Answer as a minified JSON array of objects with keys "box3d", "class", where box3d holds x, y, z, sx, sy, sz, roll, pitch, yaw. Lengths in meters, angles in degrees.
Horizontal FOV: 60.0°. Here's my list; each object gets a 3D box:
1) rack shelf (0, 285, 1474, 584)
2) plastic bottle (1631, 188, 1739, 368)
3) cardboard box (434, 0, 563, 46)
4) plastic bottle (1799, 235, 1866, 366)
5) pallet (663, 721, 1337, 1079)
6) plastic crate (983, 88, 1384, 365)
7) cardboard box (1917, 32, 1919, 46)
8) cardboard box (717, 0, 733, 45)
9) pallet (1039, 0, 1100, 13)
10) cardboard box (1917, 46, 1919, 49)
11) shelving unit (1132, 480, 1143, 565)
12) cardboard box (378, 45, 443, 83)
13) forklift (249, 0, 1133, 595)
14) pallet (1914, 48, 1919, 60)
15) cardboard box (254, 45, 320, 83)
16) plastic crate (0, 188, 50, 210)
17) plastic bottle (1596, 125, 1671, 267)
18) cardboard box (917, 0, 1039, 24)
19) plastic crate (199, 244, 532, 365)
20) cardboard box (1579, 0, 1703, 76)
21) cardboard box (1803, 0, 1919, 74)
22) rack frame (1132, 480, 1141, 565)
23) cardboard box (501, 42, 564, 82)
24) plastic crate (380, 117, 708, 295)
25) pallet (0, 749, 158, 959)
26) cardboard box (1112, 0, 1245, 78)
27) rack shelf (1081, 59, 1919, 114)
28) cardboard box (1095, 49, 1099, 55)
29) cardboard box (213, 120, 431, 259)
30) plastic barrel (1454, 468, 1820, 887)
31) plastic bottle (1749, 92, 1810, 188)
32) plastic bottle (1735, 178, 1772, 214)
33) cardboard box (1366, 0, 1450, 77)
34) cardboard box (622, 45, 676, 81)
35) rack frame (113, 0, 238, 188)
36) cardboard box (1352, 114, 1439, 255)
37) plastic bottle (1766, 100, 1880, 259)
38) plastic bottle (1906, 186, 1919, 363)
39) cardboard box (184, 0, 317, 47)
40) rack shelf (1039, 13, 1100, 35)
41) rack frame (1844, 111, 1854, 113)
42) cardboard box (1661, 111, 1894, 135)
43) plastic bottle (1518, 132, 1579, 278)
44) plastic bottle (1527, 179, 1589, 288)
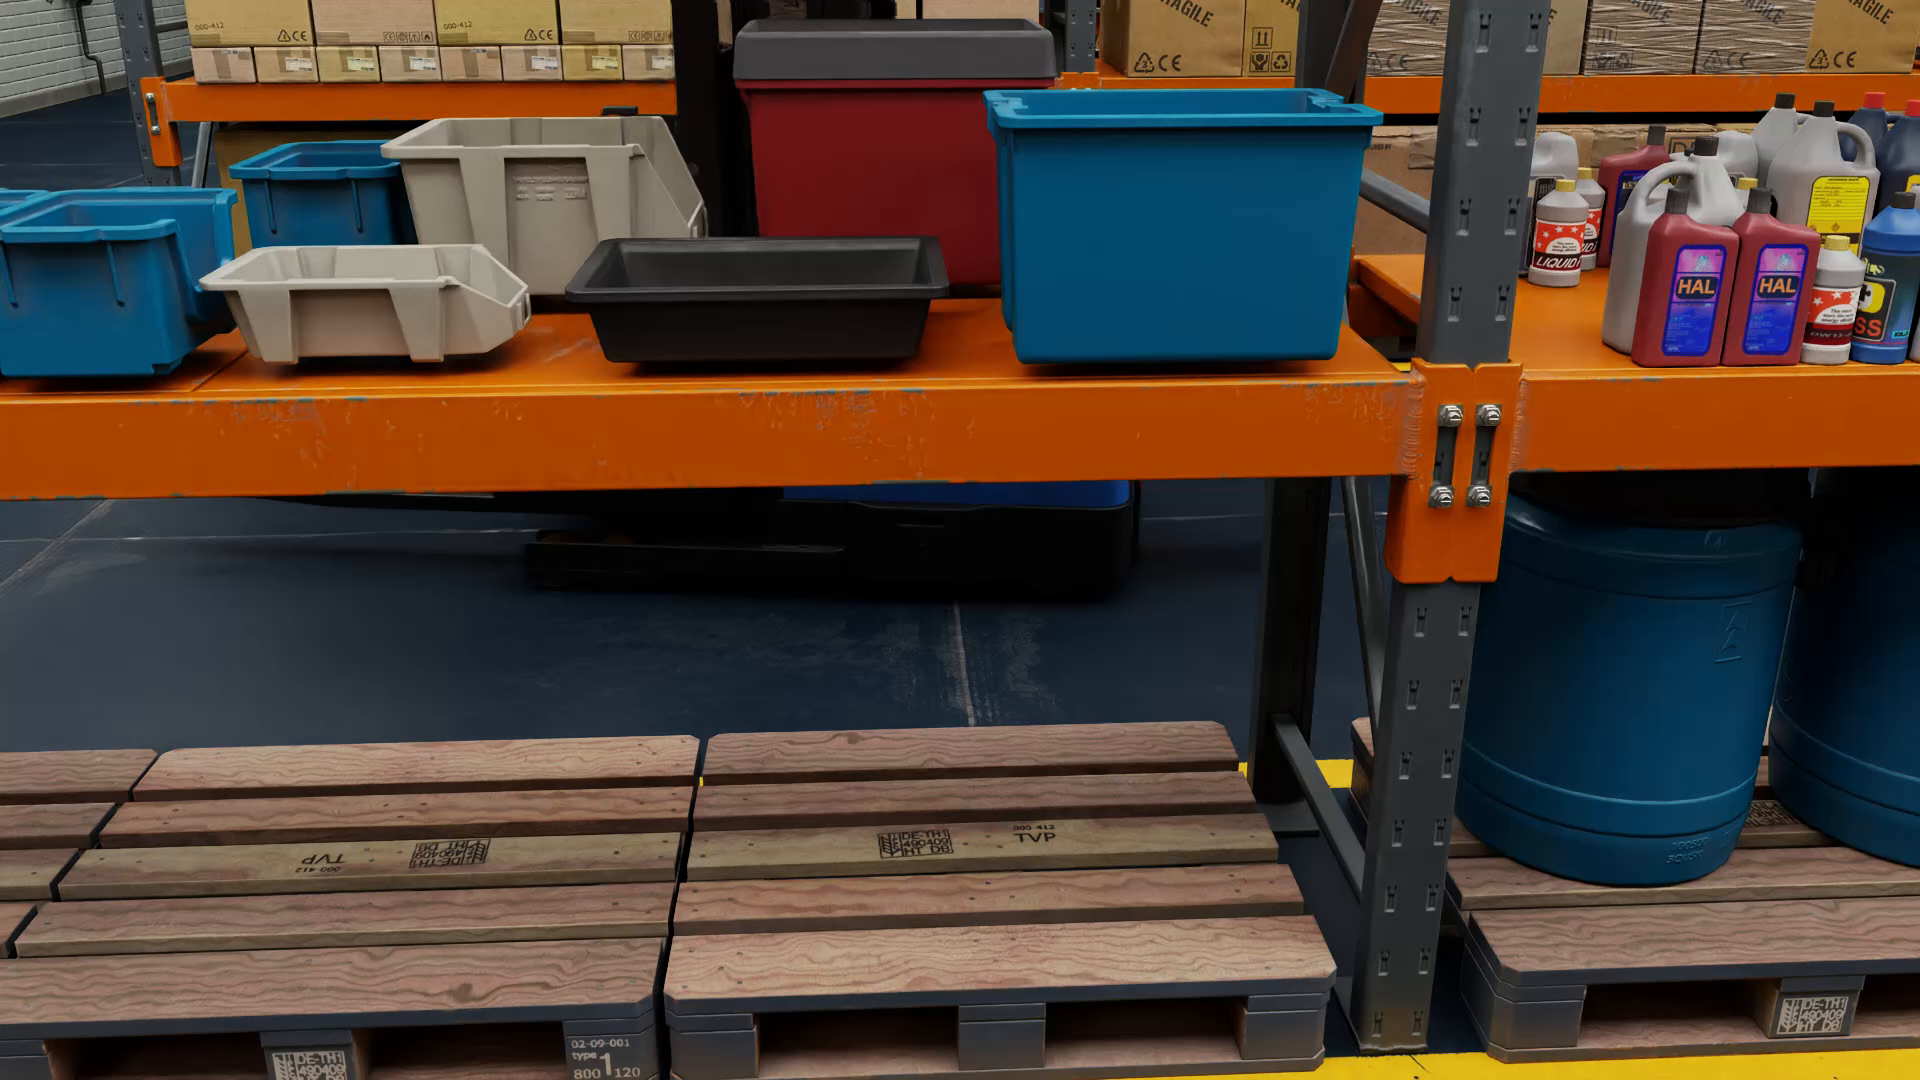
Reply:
[{"box3d":[-1.216,-0.243,3.055,4.000,0.370,1.077,-1,21,-3],"class":"rack shelf"},{"box3d":[1.171,-0.422,2.676,0.133,0.283,0.061,-1,21,-3],"class":"plastic bottle"},{"box3d":[-1.981,-2.303,7.247,0.500,0.250,0.500,-2,21,-5],"class":"cardboard box"},{"box3d":[1.418,-0.395,2.721,0.097,0.201,0.097,0,21,0],"class":"plastic bottle"},{"box3d":[0.049,0.712,3.455,1.213,0.211,1.003,-1,21,-3],"class":"pallet"},{"box3d":[0.334,-0.510,2.683,0.575,0.384,0.392,-1,21,-3],"class":"plastic crate"},{"box3d":[10.102,-5.277,17.486,0.500,0.500,0.500,-2,21,-4],"class":"cardboard box"},{"box3d":[-0.954,-2.324,7.303,0.500,0.250,0.500,-1,21,-2],"class":"cardboard box"},{"box3d":[1.087,-4.018,12.228,1.213,0.211,1.003,-1,21,-3],"class":"pallet"},{"box3d":[7.688,-3.406,12.924,0.750,0.750,1.050,-1,21,-3],"class":"cardboard box"},{"box3d":[0.823,-0.513,5.282,0.503,1.200,0.258,2,21,5],"class":"shelving unit"},{"box3d":[-2.351,-2.088,7.242,0.250,0.149,0.380,-1,21,-4],"class":"cardboard box"},{"box3d":[-0.944,-1.400,5.178,3.031,2.935,1.130,2,21,5],"class":"forklift"},{"box3d":[5.197,-2.423,8.040,1.003,0.211,1.213,-1,21,-3],"class":"pallet"},{"box3d":[-2.866,-2.077,7.213,0.250,0.149,0.380,-1,21,-4],"class":"cardboard box"},{"box3d":[-1.633,-0.404,2.616,0.300,0.233,0.416,-1,21,-3],"class":"plastic crate"},{"box3d":[1.384,-0.709,3.432,0.133,0.283,0.061,-1,21,-3],"class":"plastic bottle"},{"box3d":[0.072,-2.346,7.361,0.500,0.250,0.500,-2,21,-4],"class":"cardboard box"},{"box3d":[-0.941,-0.383,2.697,0.466,0.136,0.293,-1,21,-3],"class":"plastic crate"},{"box3d":[2.996,-2.390,7.542,0.500,0.500,0.500,-2,21,-5],"class":"cardboard box"},{"box3d":[4.013,-2.410,7.593,0.500,0.500,0.500,-1,21,-1],"class":"cardboard box"},{"box3d":[0.580,-0.521,5.302,0.015,1.200,0.240,2,21,5],"class":"rack frame"},{"box3d":[-1.839,-2.098,7.269,0.250,0.149,0.380,-1,21,-4],"class":"cardboard box"},{"box3d":[-0.755,-0.627,3.135,0.530,0.282,0.437,-1,21,-3],"class":"plastic crate"},{"box3d":[-2.387,0.761,3.325,1.213,0.211,1.003,-1,21,-3],"class":"pallet"},{"box3d":[0.971,-2.347,7.429,0.500,0.500,0.500,-1,21,-3],"class":"cardboard box"},{"box3d":[2.494,-2.084,7.890,4.000,0.370,1.077,-1,21,-3],"class":"rack shelf"},{"box3d":[1.045,-3.627,12.801,0.500,0.250,0.500,-2,21,-4],"class":"cardboard box"},{"box3d":[-2.861,-1.543,7.854,0.875,0.875,0.875,-1,21,-3],"class":"cardboard box"},{"box3d":[1.325,0.159,3.346,0.708,0.901,0.600,-1,21,-3],"class":"plastic barrel"},{"box3d":[1.679,-0.732,3.397,0.185,0.351,0.144,-1,21,-3],"class":"plastic bottle"},{"box3d":[1.546,-0.614,3.296,0.097,0.201,0.097,0,21,0],"class":"plastic bottle"},{"box3d":[1.973,-2.367,7.483,0.500,0.500,0.500,-2,21,-4],"class":"cardboard box"},{"box3d":[-1.325,-2.109,7.297,0.250,0.149,0.380,-1,21,-2],"class":"cardboard box"},{"box3d":[-3.496,-2.298,7.442,0.127,3.000,1.000,-1,21,-3],"class":"rack frame"},{"box3d":[2.028,-1.621,8.060,0.875,0.875,1.225,-2,21,-5],"class":"cardboard box"},{"box3d":[1.688,-0.681,3.263,0.185,0.351,0.144,-1,21,-3],"class":"plastic bottle"},{"box3d":[1.630,-0.444,2.745,0.135,0.276,0.152,-1,21,-3],"class":"plastic bottle"},{"box3d":[-3.001,-2.281,7.189,0.500,0.250,0.500,-2,21,-4],"class":"cardboard box"},{"box3d":[2.312,-3.848,12.523,4.000,0.370,1.077,-1,21,-3],"class":"rack shelf"},{"box3d":[4.491,-2.461,7.869,0.127,3.000,1.000,-1,21,-3],"class":"rack frame"},{"box3d":[3.801,-1.657,8.155,0.875,0.875,1.225,-2,21,-6],"class":"cardboard box"},{"box3d":[1.156,-0.685,3.379,0.135,0.276,0.152,-1,21,-3],"class":"plastic bottle"},{"box3d":[1.181,-0.606,3.277,0.097,0.201,0.097,0,21,0],"class":"plastic bottle"}]
